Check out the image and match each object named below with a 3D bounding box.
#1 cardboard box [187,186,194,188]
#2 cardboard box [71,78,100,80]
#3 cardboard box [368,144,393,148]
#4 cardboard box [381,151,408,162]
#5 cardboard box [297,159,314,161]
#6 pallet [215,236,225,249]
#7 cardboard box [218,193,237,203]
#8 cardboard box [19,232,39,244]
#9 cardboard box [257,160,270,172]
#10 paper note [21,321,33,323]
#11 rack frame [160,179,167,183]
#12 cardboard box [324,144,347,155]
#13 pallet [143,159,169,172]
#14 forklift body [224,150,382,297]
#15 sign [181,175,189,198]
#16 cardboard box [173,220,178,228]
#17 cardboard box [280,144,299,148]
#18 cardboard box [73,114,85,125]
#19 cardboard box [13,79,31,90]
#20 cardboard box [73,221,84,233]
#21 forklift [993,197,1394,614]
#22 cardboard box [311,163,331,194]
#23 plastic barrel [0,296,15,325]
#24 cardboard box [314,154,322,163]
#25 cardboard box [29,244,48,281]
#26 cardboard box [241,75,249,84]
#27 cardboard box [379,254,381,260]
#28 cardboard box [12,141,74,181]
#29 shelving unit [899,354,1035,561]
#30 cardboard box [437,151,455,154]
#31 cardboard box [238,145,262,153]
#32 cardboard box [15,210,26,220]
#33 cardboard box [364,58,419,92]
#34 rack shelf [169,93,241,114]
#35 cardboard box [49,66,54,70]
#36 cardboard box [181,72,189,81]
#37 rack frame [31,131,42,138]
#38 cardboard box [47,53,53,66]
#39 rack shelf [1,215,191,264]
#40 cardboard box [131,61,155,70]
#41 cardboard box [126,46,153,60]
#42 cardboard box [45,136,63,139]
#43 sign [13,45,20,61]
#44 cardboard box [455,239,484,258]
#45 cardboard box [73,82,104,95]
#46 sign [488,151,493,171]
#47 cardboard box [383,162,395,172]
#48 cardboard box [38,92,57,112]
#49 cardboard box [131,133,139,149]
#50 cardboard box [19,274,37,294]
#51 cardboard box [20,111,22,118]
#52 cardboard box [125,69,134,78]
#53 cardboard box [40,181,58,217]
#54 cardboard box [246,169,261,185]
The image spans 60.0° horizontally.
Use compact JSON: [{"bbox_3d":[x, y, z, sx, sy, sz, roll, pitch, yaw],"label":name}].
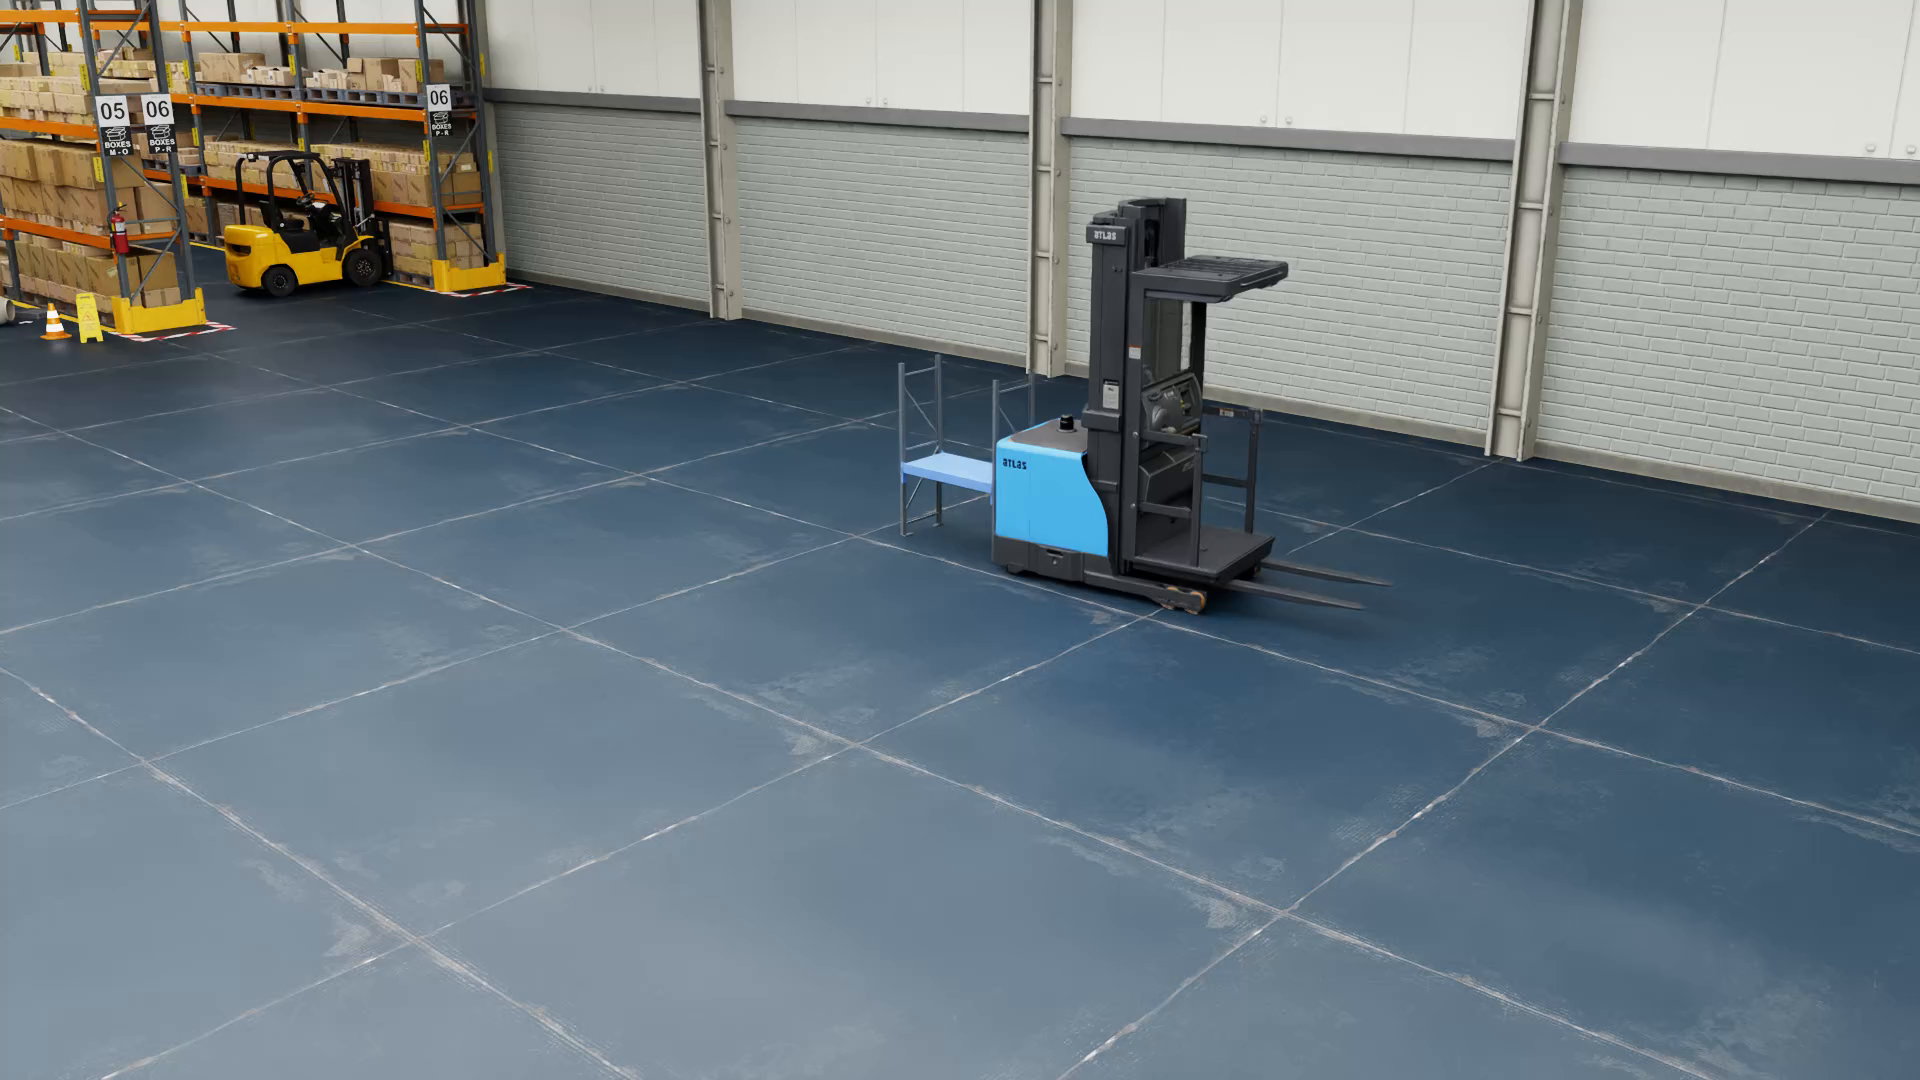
[{"bbox_3d":[-15.899,-7.132,33.991,0.250,0.149,0.380,14,22,37],"label":"cardboard box"},{"bbox_3d":[-12.666,-6.622,24.158,0.250,0.149,0.380,15,23,40],"label":"cardboard box"},{"bbox_3d":[-9.944,-6.717,28.589,0.250,0.149,0.380,14,23,38],"label":"cardboard box"},{"bbox_3d":[-9.219,-6.263,27.157,0.250,0.149,0.380,16,23,41],"label":"cardboard box"},{"bbox_3d":[-11.382,-6.735,29.138,0.250,0.149,0.380,16,24,41],"label":"cardboard box"},{"bbox_3d":[-13.381,-5.660,31.597,1.213,0.211,1.003,15,23,39],"label":"pallet"},{"bbox_3d":[-14.335,-6.716,32.680,0.250,0.149,0.380,16,24,41],"label":"cardboard box"},{"bbox_3d":[-13.955,-4.574,25.106,0.250,0.149,0.380,15,23,40],"label":"cardboard box"},{"bbox_3d":[-12.284,-6.773,29.917,0.500,0.250,0.500,16,23,40],"label":"cardboard box"},{"bbox_3d":[-13.462,-3.145,23.971,0.148,0.019,0.142,7,19,21],"label":"paper note"},{"bbox_3d":[-16.963,-7.966,34.255,0.127,3.000,1.000,15,23,39],"label":"rack frame"},{"bbox_3d":[-10.670,-6.699,28.533,0.250,0.149,0.380,15,23,40],"label":"cardboard box"},{"bbox_3d":[-15.429,-7.461,32.980,1.213,0.211,1.003,15,23,39],"label":"pallet"},{"bbox_3d":[-10.617,-5.120,26.690,1.214,2.155,2.313,15,23,39],"label":"forklift body"},{"bbox_3d":[-10.919,-4.969,23.378,0.005,0.325,0.100,15,23,39],"label":"sign"},{"bbox_3d":[-15.191,-6.416,32.806,0.500,0.500,0.500,16,24,42],"label":"cardboard box"},{"bbox_3d":[-12.209,-7.153,30.453,0.250,0.149,0.380,15,23,40],"label":"cardboard box"},{"bbox_3d":[-11.940,-5.794,22.866,0.250,0.149,0.380,15,23,40],"label":"cardboard box"},{"bbox_3d":[-13.449,-6.591,24.061,0.250,0.149,0.380,14,22,37],"label":"cardboard box"},{"bbox_3d":[-12.354,-4.467,23.644,0.250,0.149,0.380,16,23,40],"label":"cardboard box"},{"bbox_3d":[1.782,-1.030,12.512,3.031,2.935,1.130,11,21,31],"label":"forklift"},{"bbox_3d":[-10.821,-6.260,28.711,0.500,0.500,0.500,14,22,38],"label":"cardboard box"},{"bbox_3d":[-13.829,-3.277,23.739,0.512,0.421,0.421,-3,18,-8],"label":"plastic barrel"},{"bbox_3d":[-10.915,-6.593,28.691,0.250,0.149,0.380,15,23,38],"label":"cardboard box"},{"bbox_3d":[-13.601,-4.199,24.995,0.500,0.500,0.500,16,24,41],"label":"cardboard box"},{"bbox_3d":[-12.580,-8.225,29.666,0.250,0.149,0.380,15,23,39],"label":"cardboard box"},{"bbox_3d":[-9.686,-4.773,28.044,0.500,0.250,0.500,16,24,41],"label":"cardboard box"},{"bbox_3d":[-13.361,-5.550,24.332,0.500,0.500,0.700,14,23,38],"label":"cardboard box"},{"bbox_3d":[0.050,-0.700,13.837,1.048,1.500,0.538,15,23,39],"label":"shelving unit"},{"bbox_3d":[-8.477,-6.281,27.216,0.250,0.149,0.380,16,23,40],"label":"cardboard box"},{"bbox_3d":[-12.956,-7.133,30.390,0.250,0.149,0.380,16,23,40],"label":"cardboard box"},{"bbox_3d":[-14.025,-4.942,25.140,0.250,0.149,0.380,16,24,41],"label":"cardboard box"},{"bbox_3d":[-9.180,-7.544,26.941,0.500,0.500,0.700,15,23,40],"label":"cardboard box"},{"bbox_3d":[-15.467,-8.652,32.644,4.000,0.370,1.077,15,23,39],"label":"rack shelf"},{"bbox_3d":[-19.036,-9.916,35.194,0.500,0.250,0.500,14,22,38],"label":"cardboard box"},{"bbox_3d":[-14.396,-8.728,31.285,0.250,0.149,0.380,16,23,40],"label":"cardboard box"},{"bbox_3d":[-19.955,-8.770,36.785,0.127,3.000,1.000,15,23,39],"label":"rack frame"},{"bbox_3d":[-19.037,-10.158,35.131,0.500,0.250,0.500,15,23,38],"label":"cardboard box"},{"bbox_3d":[-12.775,-4.492,24.496,4.000,0.370,1.077,15,23,39],"label":"rack shelf"},{"bbox_3d":[-15.840,-9.211,32.281,0.250,0.149,0.380,15,23,40],"label":"cardboard box"},{"bbox_3d":[-16.469,-9.772,33.364,0.258,0.266,0.396,15,23,39],"label":"cardboard box"},{"bbox_3d":[-19.417,-8.587,35.965,0.500,0.250,0.500,15,23,40],"label":"cardboard box"},{"bbox_3d":[-20.315,-10.493,35.813,0.005,0.325,0.100,15,23,39],"label":"sign"},{"bbox_3d":[-8.201,-4.826,27.385,0.500,0.250,0.500,16,23,40],"label":"cardboard box"},{"bbox_3d":[-11.896,-6.185,22.779,0.250,0.149,0.380,16,23,40],"label":"cardboard box"},{"bbox_3d":[-7.615,-6.132,26.912,0.005,0.325,0.100,15,23,39],"label":"sign"},{"bbox_3d":[-9.206,-6.126,27.218,0.250,0.149,0.380,14,22,38],"label":"cardboard box"},{"bbox_3d":[-12.608,-6.179,23.421,0.500,0.250,0.500,16,24,41],"label":"cardboard box"},{"bbox_3d":[-16.362,-7.962,33.383,0.500,0.500,0.700,15,23,40],"label":"cardboard box"},{"bbox_3d":[-14.009,-3.946,25.439,0.500,0.250,0.500,14,22,37],"label":"cardboard box"},{"bbox_3d":[-13.430,-6.223,24.217,0.250,0.149,0.380,14,22,38],"label":"cardboard box"},{"bbox_3d":[-16.054,-9.117,32.476,0.250,0.149,0.380,16,23,41],"label":"cardboard box"},{"bbox_3d":[-12.978,-4.978,24.182,0.500,0.500,0.500,15,23,40],"label":"cardboard box"},{"bbox_3d":[-12.652,-6.639,30.320,0.500,0.250,0.500,16,24,41],"label":"cardboard box"}]
